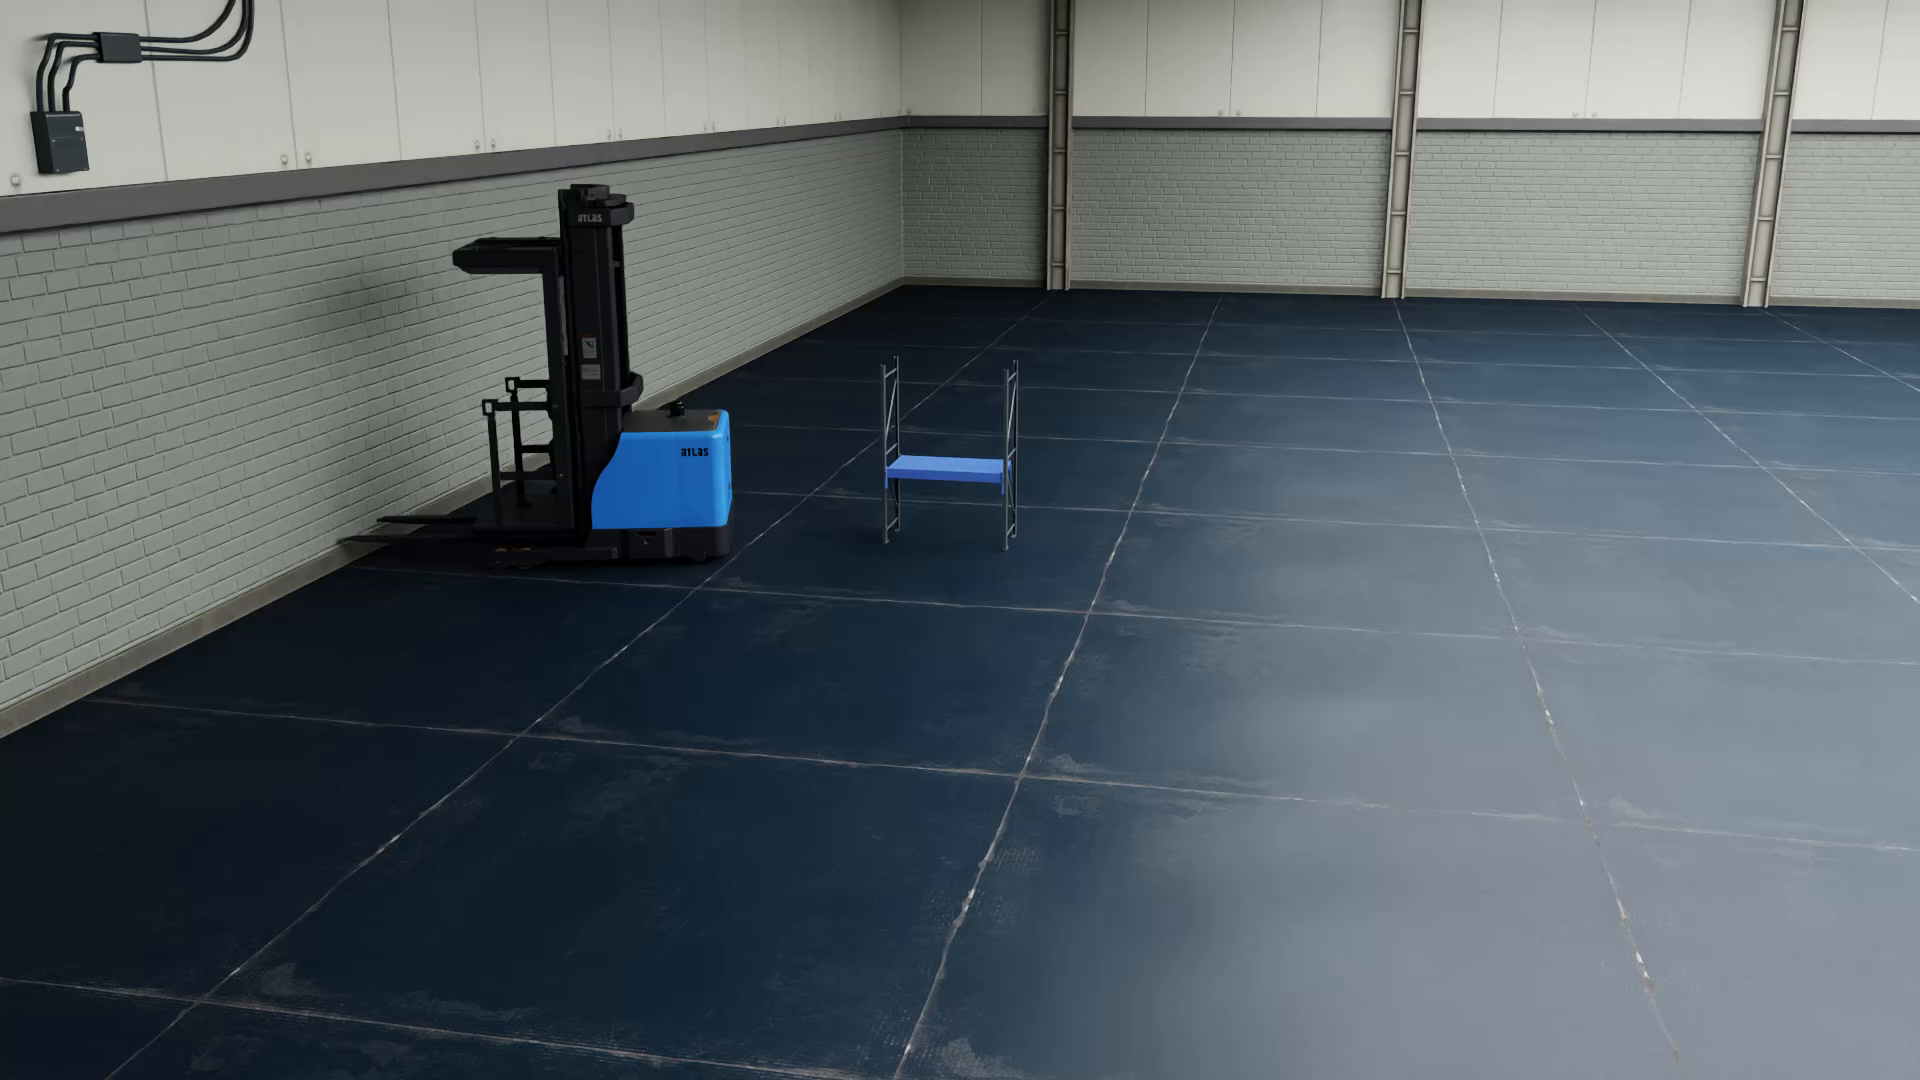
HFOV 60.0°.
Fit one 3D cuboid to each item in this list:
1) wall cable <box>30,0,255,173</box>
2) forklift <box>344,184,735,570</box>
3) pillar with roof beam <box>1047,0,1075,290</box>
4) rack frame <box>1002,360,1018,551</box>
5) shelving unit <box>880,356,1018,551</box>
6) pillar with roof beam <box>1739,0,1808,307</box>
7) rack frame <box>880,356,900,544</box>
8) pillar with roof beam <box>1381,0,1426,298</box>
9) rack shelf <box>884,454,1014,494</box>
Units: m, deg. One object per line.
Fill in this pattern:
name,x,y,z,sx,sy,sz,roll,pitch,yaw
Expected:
wall cable,-5.172,-5.369,10.145,0.169,6.003,2.305,3,16,11
forklift,-3.397,-1.323,13.279,3.031,2.935,1.130,-1,16,-5
pillar with roof beam,0.963,-7.859,25.505,0.400,9.000,9.100,3,16,11
rack frame,0.415,-0.700,13.711,0.032,1.500,0.500,3,16,11
shelving unit,-0.084,-0.727,13.808,1.048,1.500,0.538,3,16,11
pillar with roof beam,12.723,-7.220,23.200,0.400,9.000,9.100,3,16,11
rack frame,-0.582,-0.754,13.906,0.032,1.500,0.500,3,16,11
pillar with roof beam,6.843,-7.539,24.353,0.400,9.000,9.100,3,16,11
rack shelf,-0.084,-0.554,13.856,1.000,0.185,0.538,3,16,11
